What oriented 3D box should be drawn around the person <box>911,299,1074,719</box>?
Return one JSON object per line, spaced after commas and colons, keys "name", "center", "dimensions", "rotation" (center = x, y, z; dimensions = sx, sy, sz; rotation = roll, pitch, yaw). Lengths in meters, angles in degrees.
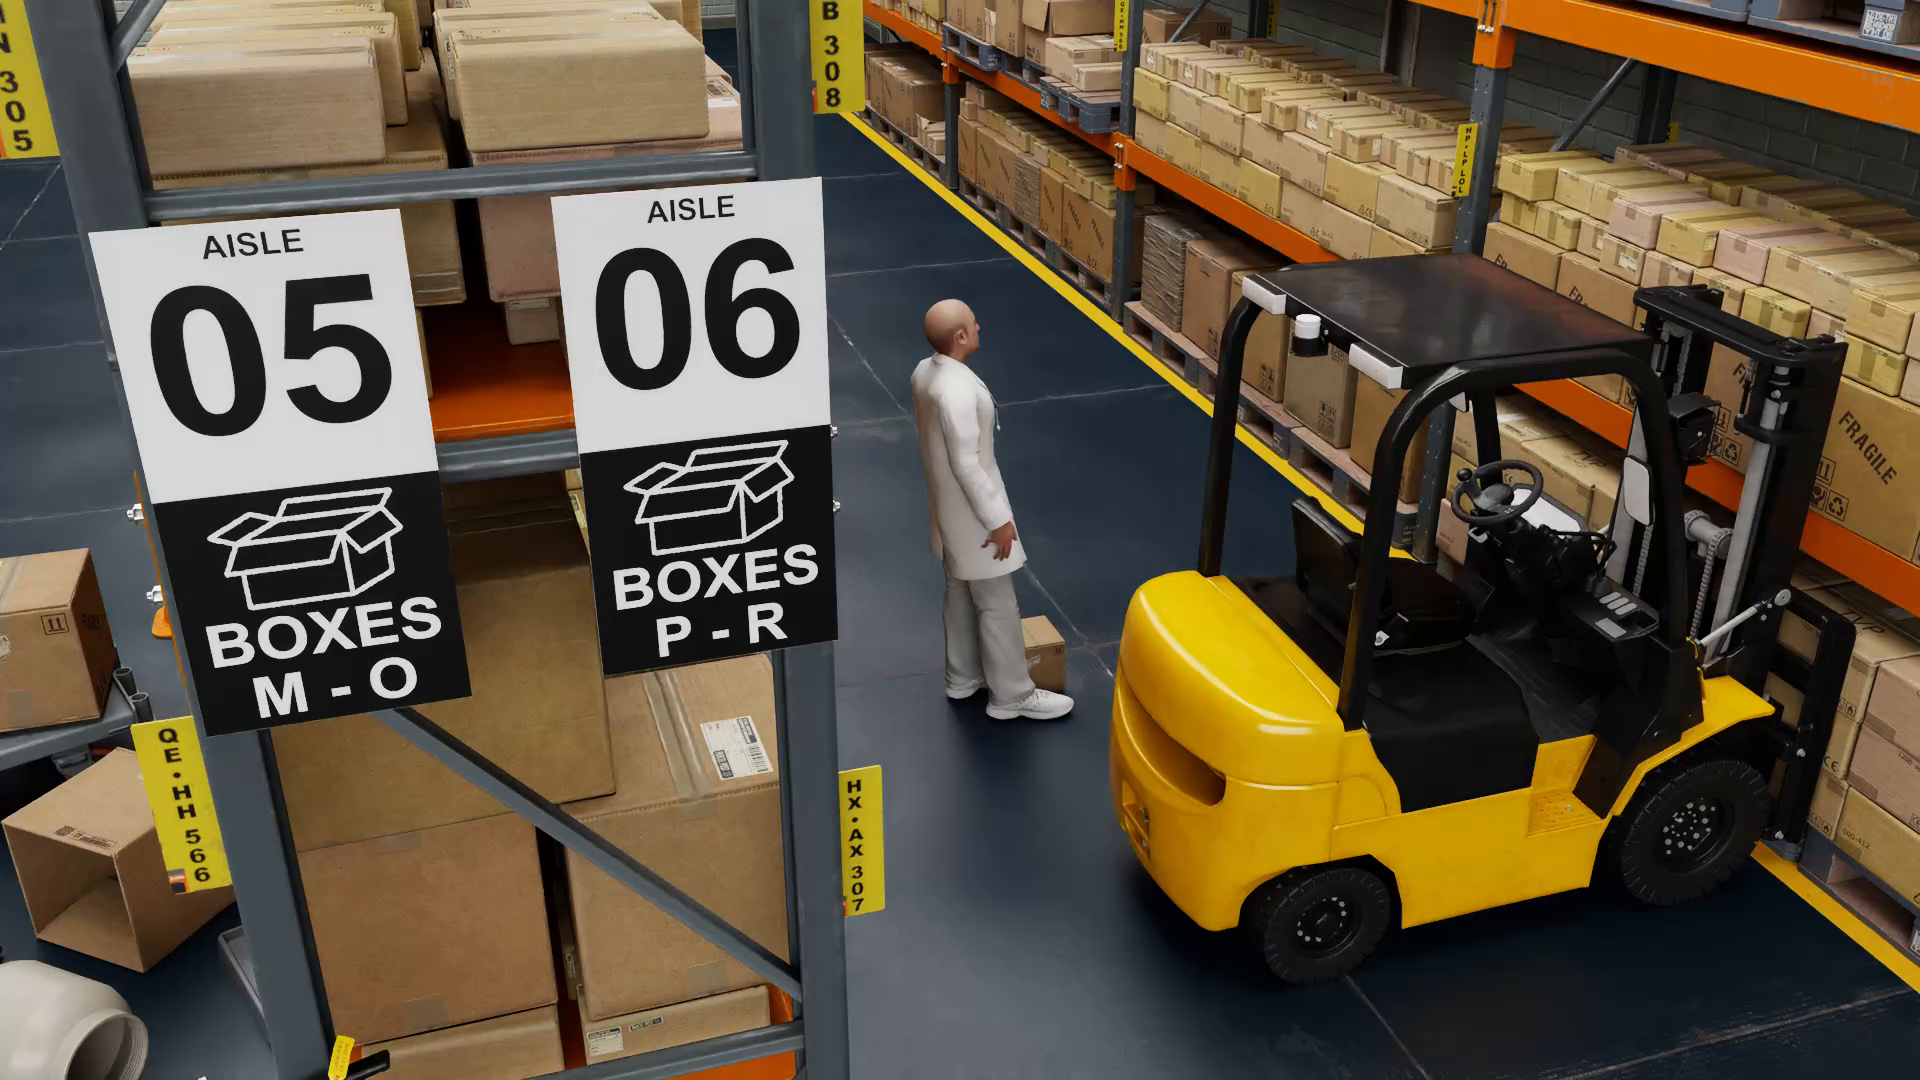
{"name": "person", "center": [0.125, -0.142, 6.902], "dimensions": [0.578, 1.778, 0.696], "rotation": [-8, 27, -16]}
